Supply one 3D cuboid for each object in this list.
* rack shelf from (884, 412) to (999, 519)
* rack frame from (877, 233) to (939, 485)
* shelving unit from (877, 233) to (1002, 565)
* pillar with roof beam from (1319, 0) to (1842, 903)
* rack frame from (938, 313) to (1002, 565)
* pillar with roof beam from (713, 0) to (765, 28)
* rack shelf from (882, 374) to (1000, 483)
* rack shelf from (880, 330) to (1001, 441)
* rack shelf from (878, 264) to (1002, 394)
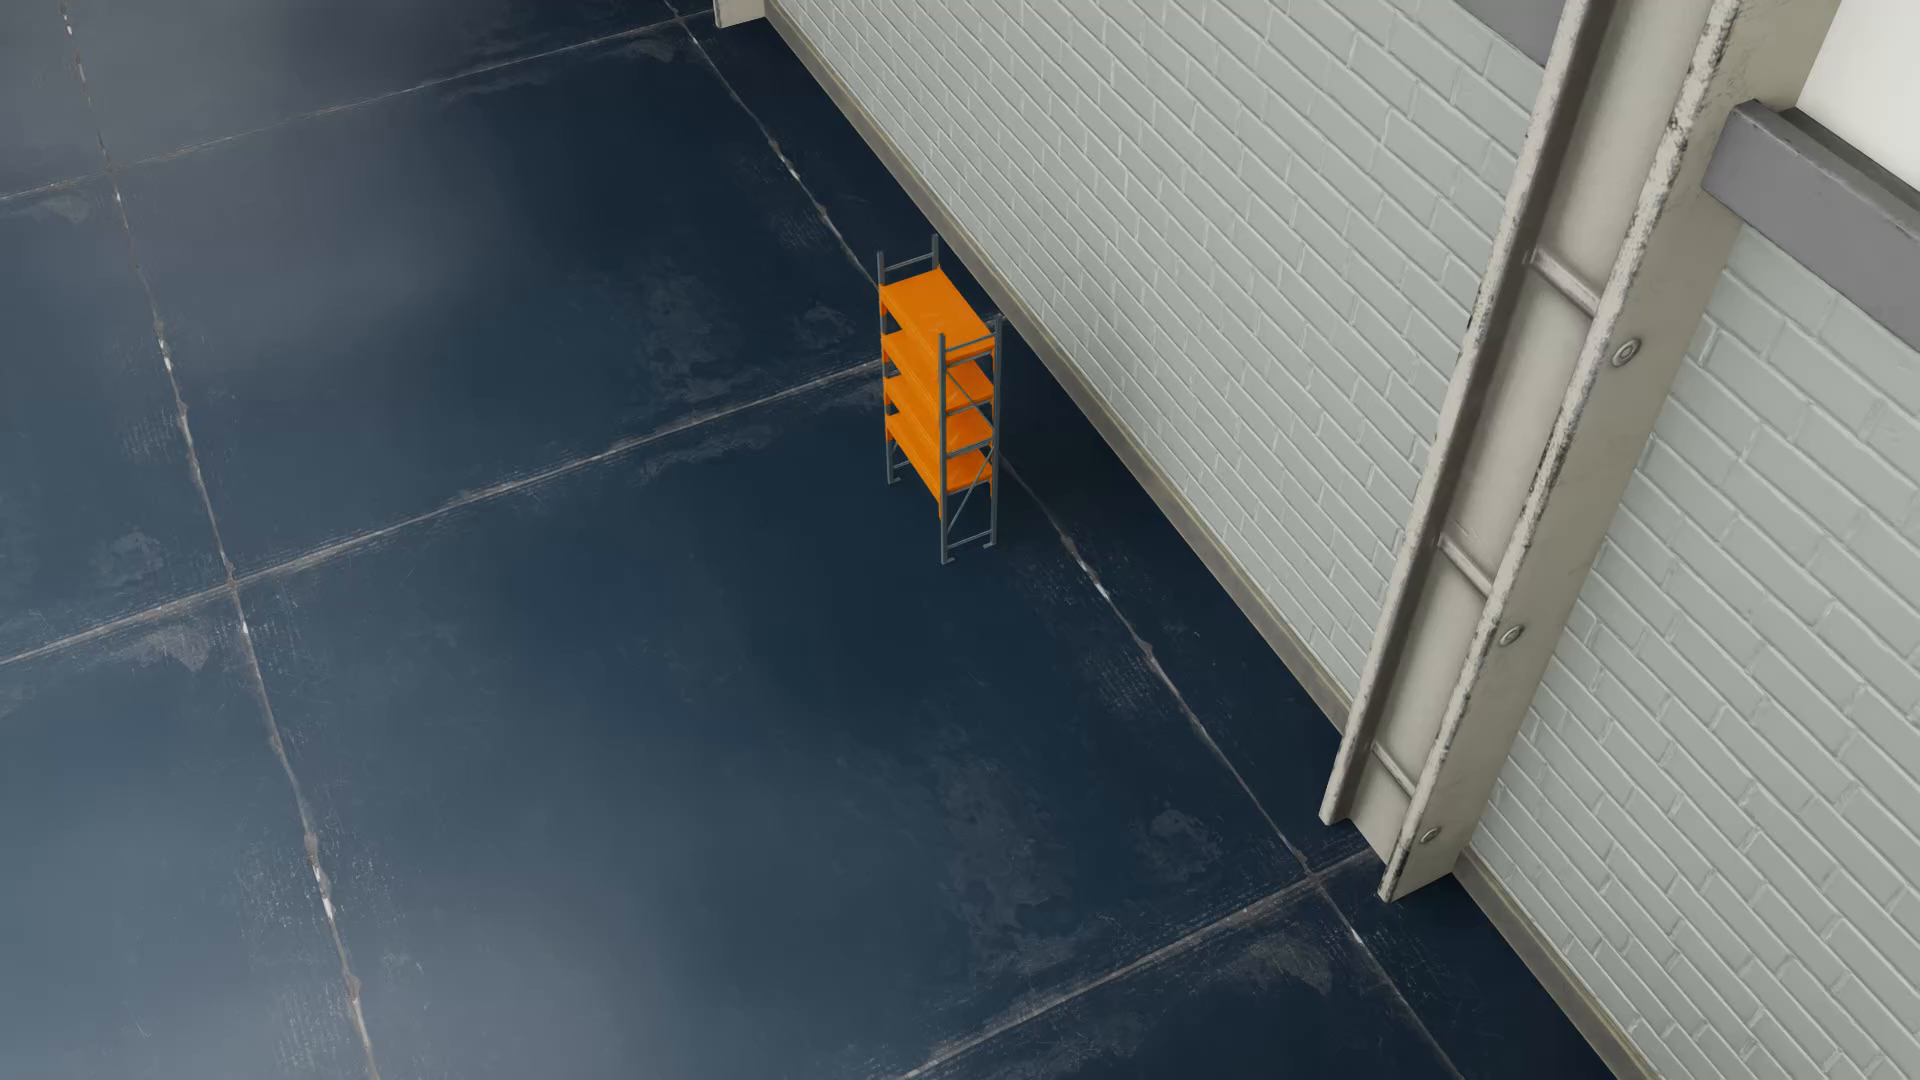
[{"bbox_3d":[-0.076,-0.331,6.488,0.258,0.148,0.480,-21,52,-18],"label":"rack shelf"},{"bbox_3d":[-0.187,-0.669,6.431,0.240,1.200,0.015,-21,52,-18],"label":"rack frame"},{"bbox_3d":[-0.076,-0.506,6.288,0.258,1.200,0.503,-21,52,-18],"label":"shelving unit"},{"bbox_3d":[-2.352,-0.445,1.053,9.100,9.000,0.400,-21,52,-18],"label":"pillar with roof beam"},{"bbox_3d":[0.036,-0.342,6.145,0.240,1.200,0.015,-21,52,-18],"label":"rack frame"},{"bbox_3d":[-5.098,-4.460,4.565,9.100,9.000,0.400,-21,52,-18],"label":"pillar with roof beam"},{"bbox_3d":[-0.076,-0.462,6.339,0.258,0.148,0.480,-21,52,-18],"label":"rack shelf"},{"bbox_3d":[-0.076,-0.609,6.170,0.258,0.148,0.480,-21,52,-18],"label":"rack shelf"},{"bbox_3d":[-0.076,-0.764,5.992,0.258,0.148,0.480,-21,52,-18],"label":"rack shelf"}]
